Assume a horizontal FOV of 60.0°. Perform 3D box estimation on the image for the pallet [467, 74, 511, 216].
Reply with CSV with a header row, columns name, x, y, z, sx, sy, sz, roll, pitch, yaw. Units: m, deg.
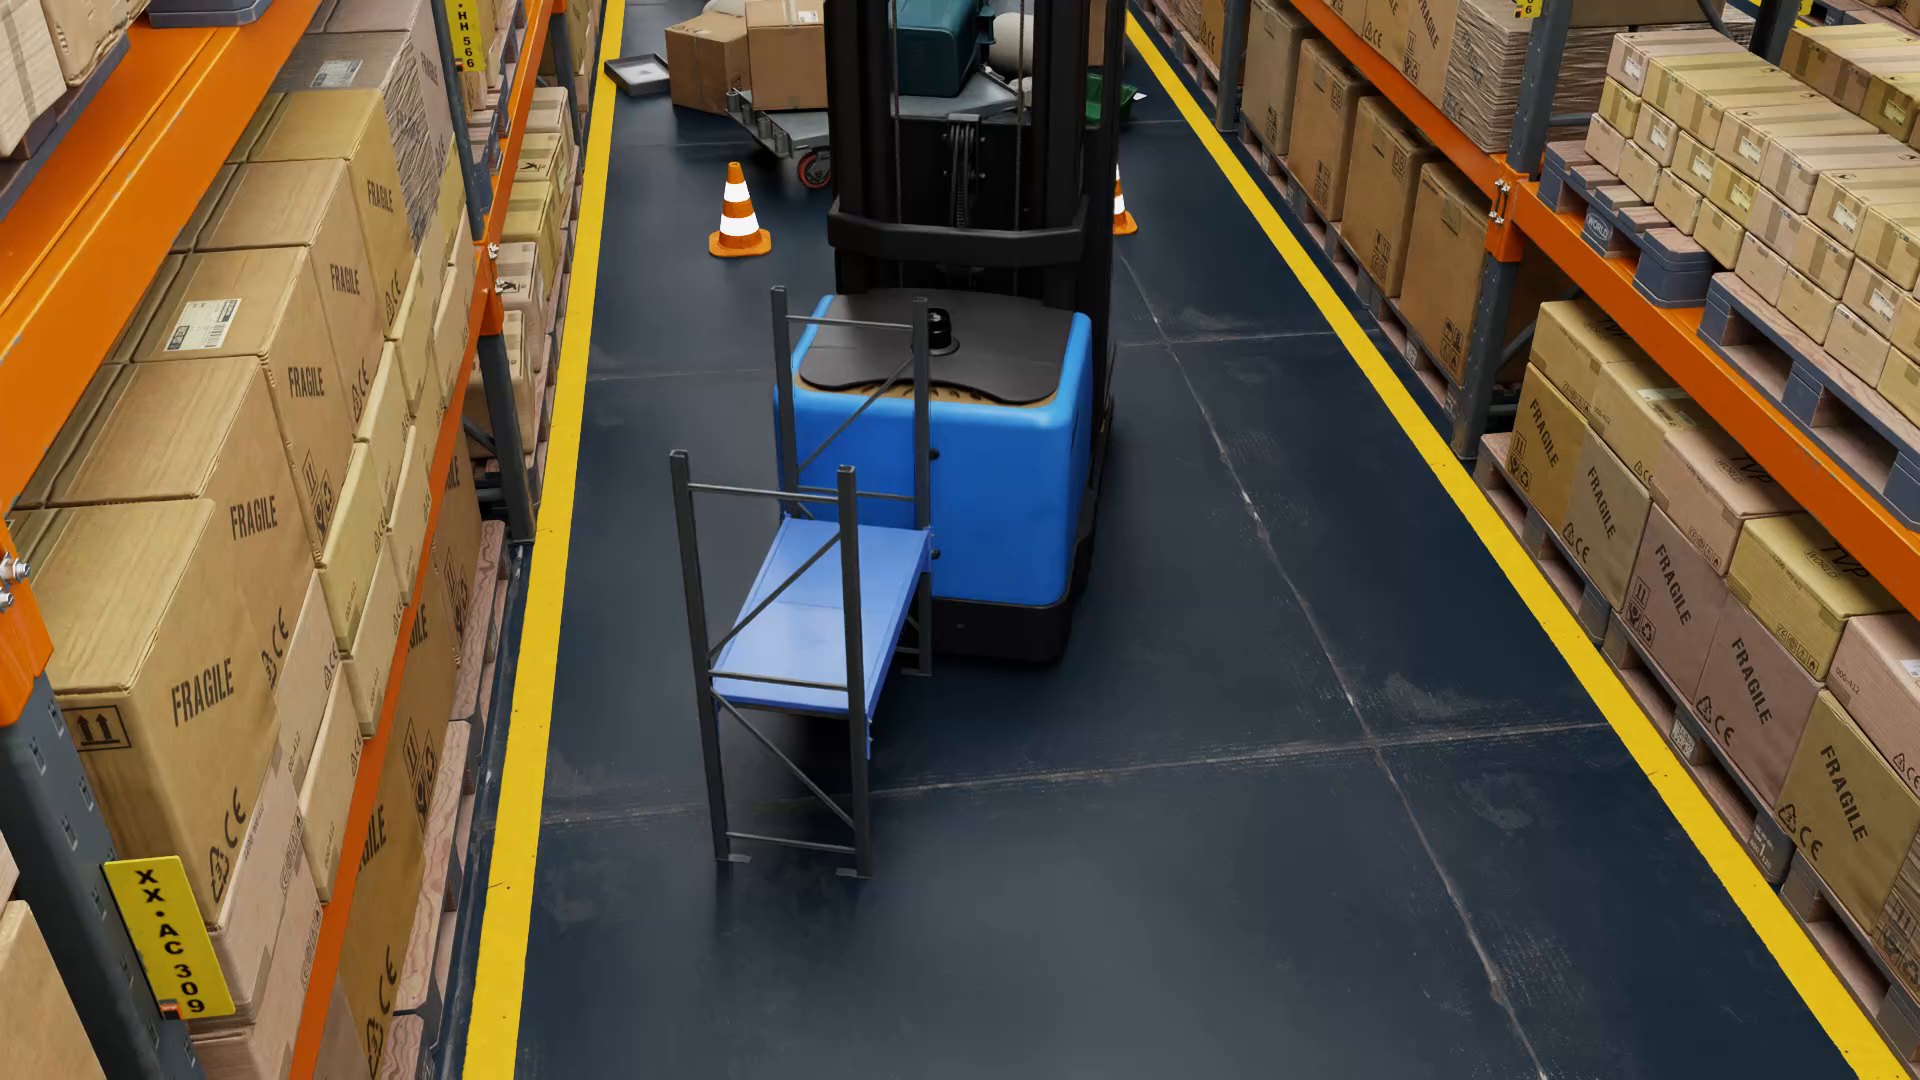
name,x,y,z,sx,sy,sz,roll,pitch,yaw
pallet,-2.426,-1.531,6.503,1.213,0.211,1.003,-4,35,-6

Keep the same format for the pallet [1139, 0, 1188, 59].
name,x,y,z,sx,sy,sz,roll,pitch,yaw
pallet,1.937,-3.844,12.203,1.003,0.211,1.213,-4,35,-6

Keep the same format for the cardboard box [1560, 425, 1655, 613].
name,x,y,z,sx,sy,sz,roll,pitch,yaw
cardboard box,2.581,-0.098,6.077,0.500,0.500,0.500,-4,34,-6

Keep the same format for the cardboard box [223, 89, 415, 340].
name,x,y,z,sx,sy,sz,roll,pitch,yaw
cardboard box,-1.758,-0.843,4.346,0.500,0.500,0.500,-4,35,-6

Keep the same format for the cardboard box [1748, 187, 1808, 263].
name,x,y,z,sx,sy,sz,roll,pitch,yaw
cardboard box,2.678,-0.980,5.110,0.380,0.149,0.250,-4,35,-6

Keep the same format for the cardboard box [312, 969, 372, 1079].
name,x,y,z,sx,sy,sz,roll,pitch,yaw
cardboard box,-1.849,1.376,3.580,0.875,0.875,0.875,-3,34,-5

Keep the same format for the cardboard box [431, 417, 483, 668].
name,x,y,z,sx,sy,sz,roll,pitch,yaw
cardboard box,-2.214,-0.124,5.782,0.875,0.875,0.875,-5,35,-7

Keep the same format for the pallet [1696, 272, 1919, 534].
name,x,y,z,sx,sy,sz,roll,pitch,yaw
pallet,2.974,-0.471,4.947,1.003,0.211,1.213,-4,35,-6

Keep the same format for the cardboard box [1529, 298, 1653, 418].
name,x,y,z,sx,sy,sz,roll,pitch,yaw
cardboard box,2.520,-0.699,6.293,0.500,0.250,0.500,-6,35,-9

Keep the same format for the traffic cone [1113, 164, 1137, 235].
name,x,y,z,sx,sy,sz,roll,pitch,yaw
traffic cone,0.813,-1.973,9.234,0.336,0.463,0.334,-4,35,-6

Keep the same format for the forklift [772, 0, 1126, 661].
name,x,y,z,sx,sy,sz,roll,pitch,yaw
forklift,0.088,-1.594,6.486,1.130,2.935,3.031,5,35,7

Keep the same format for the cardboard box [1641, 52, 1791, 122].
name,x,y,z,sx,sy,sz,roll,pitch,yaw
cardboard box,2.576,-1.545,5.675,0.380,0.149,0.250,-5,35,-8

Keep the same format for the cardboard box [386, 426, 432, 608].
name,x,y,z,sx,sy,sz,roll,pitch,yaw
cardboard box,-1.666,-0.047,4.289,0.500,0.250,0.500,-5,35,-7

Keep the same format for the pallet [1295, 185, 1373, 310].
name,x,y,z,sx,sy,sz,roll,pitch,yaw
pallet,2.475,-1.624,8.946,1.003,0.211,1.213,-4,35,-6

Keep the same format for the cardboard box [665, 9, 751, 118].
name,x,y,z,sx,sy,sz,roll,pitch,yaw
cardboard box,-1.558,-3.121,10.884,0.500,0.500,0.500,20,39,26

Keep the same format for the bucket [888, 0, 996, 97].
name,x,y,z,sx,sy,sz,roll,pitch,yaw
bucket,-0.174,-3.060,10.134,0.726,0.611,0.620,7,45,10

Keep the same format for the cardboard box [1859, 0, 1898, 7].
name,x,y,z,sx,sy,sz,roll,pitch,yaw
cardboard box,6.798,-4.229,12.139,0.500,0.500,0.500,-7,35,-11

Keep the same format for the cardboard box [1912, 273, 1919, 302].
name,x,y,z,sx,sy,sz,roll,pitch,yaw
cardboard box,2.783,-0.672,4.394,0.380,0.149,0.250,-6,35,-9

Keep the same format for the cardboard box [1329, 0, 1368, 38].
name,x,y,z,sx,sy,sz,roll,pitch,yaw
cardboard box,2.135,-2.767,8.058,0.500,0.500,0.500,-4,34,-6

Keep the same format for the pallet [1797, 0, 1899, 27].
name,x,y,z,sx,sy,sz,roll,pitch,yaw
pallet,6.765,-4.105,12.586,1.003,0.211,1.213,-4,35,-6

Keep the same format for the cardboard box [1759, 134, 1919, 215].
name,x,y,z,sx,sy,sz,roll,pitch,yaw
cardboard box,2.678,-1.109,5.035,0.380,0.149,0.250,-3,34,-4

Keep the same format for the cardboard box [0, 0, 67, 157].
name,x,y,z,sx,sy,sz,roll,pitch,yaw
cardboard box,-1.407,-0.651,2.125,0.396,0.266,0.258,-5,35,-7

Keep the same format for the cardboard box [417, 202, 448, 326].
name,x,y,z,sx,sy,sz,roll,pitch,yaw
cardboard box,-1.835,-0.828,4.991,0.500,0.250,0.500,-5,35,-8

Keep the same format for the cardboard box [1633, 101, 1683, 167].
name,x,y,z,sx,sy,sz,roll,pitch,yaw
cardboard box,2.572,-1.408,5.739,0.380,0.149,0.250,-3,34,-4

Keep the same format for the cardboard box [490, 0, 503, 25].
name,x,y,z,sx,sy,sz,roll,pitch,yaw
cardboard box,-2.210,-2.413,6.901,0.500,0.500,0.500,-4,34,-6

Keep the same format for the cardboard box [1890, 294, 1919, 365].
name,x,y,z,sx,sy,sz,roll,pitch,yaw
cardboard box,2.775,-0.554,4.486,0.380,0.149,0.250,-4,35,-6

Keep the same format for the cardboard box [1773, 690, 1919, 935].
name,x,y,z,sx,sy,sz,roll,pitch,yaw
cardboard box,2.787,0.760,4.818,0.500,0.500,0.500,-5,35,-8

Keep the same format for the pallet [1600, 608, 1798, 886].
name,x,y,z,sx,sy,sz,roll,pitch,yaw
pallet,2.932,0.616,5.658,1.003,0.211,1.213,-4,35,-6

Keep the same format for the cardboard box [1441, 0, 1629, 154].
name,x,y,z,sx,sy,sz,roll,pitch,yaw
cardboard box,2.341,-1.924,6.821,0.500,0.500,0.500,-4,35,-6

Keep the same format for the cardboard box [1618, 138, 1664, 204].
name,x,y,z,sx,sy,sz,roll,pitch,yaw
cardboard box,2.563,-1.307,5.854,0.380,0.149,0.250,-3,34,-4

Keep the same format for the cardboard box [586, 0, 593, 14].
name,x,y,z,sx,sy,sz,roll,pitch,yaw
cardboard box,-2.726,-3.737,10.972,0.500,0.500,0.500,-3,34,-4

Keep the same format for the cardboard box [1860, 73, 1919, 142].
name,x,y,z,sx,sy,sz,roll,pitch,yaw
cardboard box,3.254,-1.442,5.524,0.380,0.149,0.250,-3,34,-5

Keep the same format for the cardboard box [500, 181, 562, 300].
name,x,y,z,sx,sy,sz,roll,pitch,yaw
cardboard box,-2.494,-1.459,8.187,0.950,0.372,0.625,-3,34,-5

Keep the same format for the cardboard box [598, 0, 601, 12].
name,x,y,z,sx,sy,sz,roll,pitch,yaw
cardboard box,-2.863,-4.001,12.027,0.500,0.250,0.500,-4,35,-6

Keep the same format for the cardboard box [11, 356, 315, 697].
name,x,y,z,sx,sy,sz,roll,pitch,yaw
cardboard box,-1.556,0.008,3.098,0.500,0.500,0.500,-5,35,-7

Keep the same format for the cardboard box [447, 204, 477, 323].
name,x,y,z,sx,sy,sz,roll,pitch,yaw
cardboard box,-1.899,-0.896,5.534,0.500,0.250,0.500,-6,35,-8

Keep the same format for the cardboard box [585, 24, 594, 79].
name,x,y,z,sx,sy,sz,roll,pitch,yaw
cardboard box,-2.657,-3.136,10.757,0.500,0.250,0.500,-3,34,-4

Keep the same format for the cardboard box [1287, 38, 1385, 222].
name,x,y,z,sx,sy,sz,roll,pitch,yaw
cardboard box,2.428,-2.249,9.012,1.050,0.750,0.750,-4,35,-6

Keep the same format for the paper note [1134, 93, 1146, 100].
name,x,y,z,sx,sy,sz,roll,pitch,yaw
paper note,1.142,-2.964,11.071,0.142,0.020,0.147,27,43,34

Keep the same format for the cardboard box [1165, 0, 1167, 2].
name,x,y,z,sx,sy,sz,roll,pitch,yaw
cardboard box,1.868,-4.547,12.272,0.875,0.875,0.875,-5,35,-7

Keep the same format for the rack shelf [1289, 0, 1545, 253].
name,x,y,z,sx,sy,sz,roll,pitch,yaw
rack shelf,2.398,-2.470,8.350,1.077,0.370,4.000,-4,35,-6

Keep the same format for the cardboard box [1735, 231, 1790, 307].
name,x,y,z,sx,sy,sz,roll,pitch,yaw
cardboard box,2.676,-0.857,5.194,0.380,0.149,0.250,-3,34,-5

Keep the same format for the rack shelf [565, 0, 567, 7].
name,x,y,z,sx,sy,sz,roll,pitch,yaw
rack shelf,-3.031,-4.271,10.993,1.077,0.370,4.000,-4,35,-6

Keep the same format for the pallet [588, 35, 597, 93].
name,x,y,z,sx,sy,sz,roll,pitch,yaw
pallet,-3.055,-3.354,11.485,1.003,0.211,1.213,-4,35,-6

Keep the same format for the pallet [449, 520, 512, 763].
name,x,y,z,sx,sy,sz,roll,pitch,yaw
pallet,-2.193,0.378,6.008,1.003,0.211,1.213,-4,35,-6

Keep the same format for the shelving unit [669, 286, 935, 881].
name,x,y,z,sx,sy,sz,roll,pitch,yaw
shelving unit,-0.436,0.129,5.230,0.538,1.500,1.048,6,35,8

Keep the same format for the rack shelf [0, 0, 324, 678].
name,x,y,z,sx,sy,sz,roll,pitch,yaw
rack shelf,-1.955,-1.046,3.597,1.077,0.370,4.000,-4,35,-6

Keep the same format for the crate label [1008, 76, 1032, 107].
name,x,y,z,sx,sy,sz,roll,pitch,yaw
crate label,0.452,-2.953,10.961,0.250,0.136,0.298,27,43,34

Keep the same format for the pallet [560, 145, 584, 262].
name,x,y,z,sx,sy,sz,roll,pitch,yaw
pallet,-2.656,-1.866,9.300,1.003,0.211,1.213,-4,35,-6

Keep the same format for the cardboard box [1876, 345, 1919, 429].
name,x,y,z,sx,sy,sz,roll,pitch,yaw
cardboard box,2.777,-0.422,4.557,0.380,0.149,0.250,-3,34,-4

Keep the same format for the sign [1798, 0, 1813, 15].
name,x,y,z,sx,sy,sz,roll,pitch,yaw
sign,3.204,-2.144,6.274,0.100,0.325,0.005,-4,35,-6

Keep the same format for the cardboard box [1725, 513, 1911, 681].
name,x,y,z,sx,sy,sz,roll,pitch,yaw
cardboard box,2.714,0.152,5.044,0.500,0.250,0.500,-6,35,-8

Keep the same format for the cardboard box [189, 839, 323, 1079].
name,x,y,z,sx,sy,sz,roll,pitch,yaw
cardboard box,-1.484,0.808,3.033,0.500,0.250,0.500,-5,35,-7

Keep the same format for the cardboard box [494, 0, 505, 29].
name,x,y,z,sx,sy,sz,roll,pitch,yaw
cardboard box,-2.253,-2.391,7.445,0.380,0.149,0.250,-3,34,-5

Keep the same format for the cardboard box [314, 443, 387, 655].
name,x,y,z,sx,sy,sz,roll,pitch,yaw
cardboard box,-1.605,0.028,3.735,0.500,0.250,0.500,-4,34,-6

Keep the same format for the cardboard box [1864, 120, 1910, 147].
name,x,y,z,sx,sy,sz,roll,pitch,yaw
cardboard box,3.261,-1.308,5.591,0.380,0.149,0.250,-4,34,-5

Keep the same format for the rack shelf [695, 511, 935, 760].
name,x,y,z,sx,sy,sz,roll,pitch,yaw
rack shelf,-0.436,0.277,5.331,0.538,0.185,1.000,6,35,8

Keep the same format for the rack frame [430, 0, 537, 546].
name,x,y,z,sx,sy,sz,roll,pitch,yaw
rack frame,-2.224,-1.220,5.877,1.000,3.000,0.127,-4,35,-6
